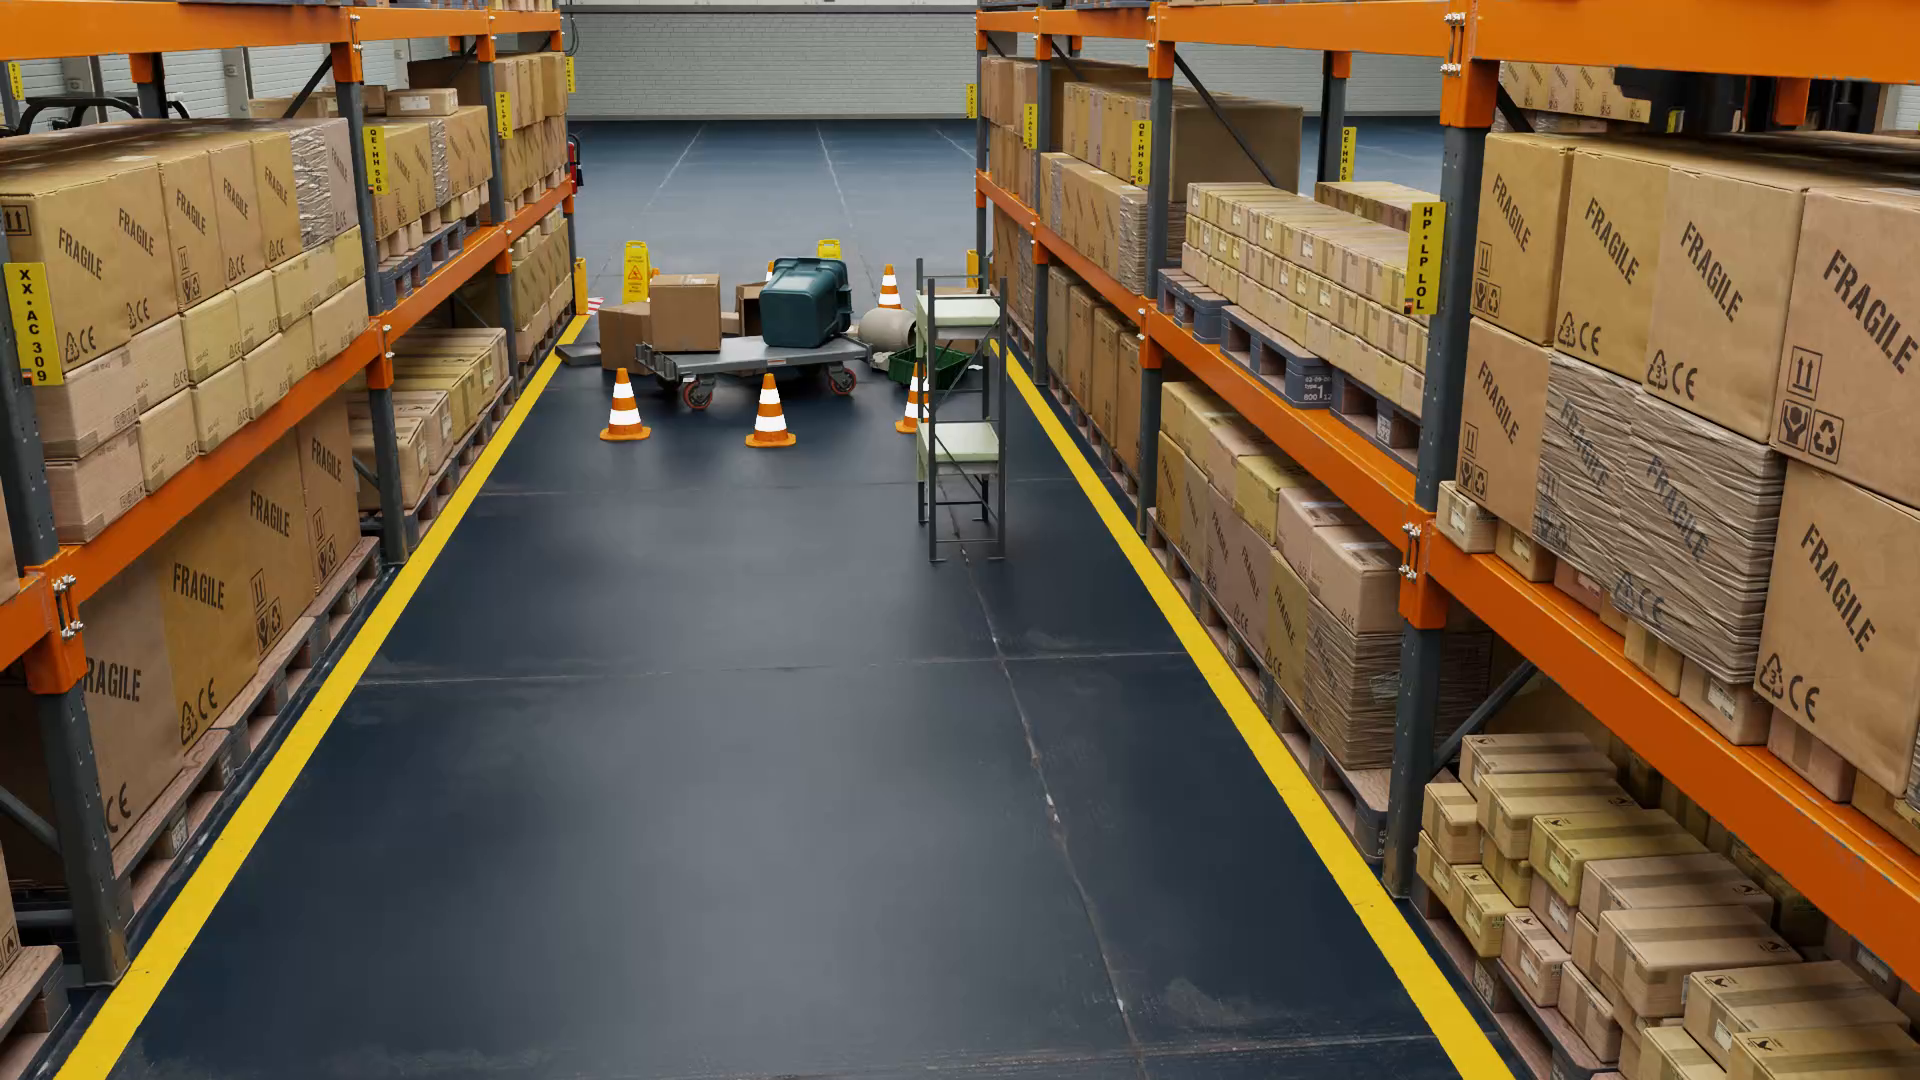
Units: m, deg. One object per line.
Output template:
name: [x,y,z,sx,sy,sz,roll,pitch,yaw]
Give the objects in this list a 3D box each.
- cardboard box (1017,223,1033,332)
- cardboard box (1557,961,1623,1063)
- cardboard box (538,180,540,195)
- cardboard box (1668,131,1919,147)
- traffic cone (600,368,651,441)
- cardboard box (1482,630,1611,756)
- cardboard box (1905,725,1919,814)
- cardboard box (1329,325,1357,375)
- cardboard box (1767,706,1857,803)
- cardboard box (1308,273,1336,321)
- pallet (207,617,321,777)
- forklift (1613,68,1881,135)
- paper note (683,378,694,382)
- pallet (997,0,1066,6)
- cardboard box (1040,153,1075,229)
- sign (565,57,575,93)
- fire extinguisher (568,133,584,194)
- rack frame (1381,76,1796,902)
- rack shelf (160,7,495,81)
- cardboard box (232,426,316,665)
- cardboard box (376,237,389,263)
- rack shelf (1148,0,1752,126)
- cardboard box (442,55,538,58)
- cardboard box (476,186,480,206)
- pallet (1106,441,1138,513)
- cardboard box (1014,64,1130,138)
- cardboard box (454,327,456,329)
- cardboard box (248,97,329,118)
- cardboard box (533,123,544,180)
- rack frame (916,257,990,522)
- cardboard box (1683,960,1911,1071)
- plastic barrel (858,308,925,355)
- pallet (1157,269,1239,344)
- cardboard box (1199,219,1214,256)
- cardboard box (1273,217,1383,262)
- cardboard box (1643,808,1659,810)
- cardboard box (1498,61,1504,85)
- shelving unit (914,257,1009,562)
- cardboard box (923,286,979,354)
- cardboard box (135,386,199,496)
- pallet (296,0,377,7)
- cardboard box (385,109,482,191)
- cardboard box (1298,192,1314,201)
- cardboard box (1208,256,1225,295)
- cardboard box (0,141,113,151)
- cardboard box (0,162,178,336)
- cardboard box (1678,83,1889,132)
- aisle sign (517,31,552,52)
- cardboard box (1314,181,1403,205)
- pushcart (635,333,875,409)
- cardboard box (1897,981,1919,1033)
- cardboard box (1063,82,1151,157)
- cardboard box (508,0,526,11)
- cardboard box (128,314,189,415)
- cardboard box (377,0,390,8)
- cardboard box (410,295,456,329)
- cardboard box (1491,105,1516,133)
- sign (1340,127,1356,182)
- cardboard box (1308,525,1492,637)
cardboard box: [0.988,-2.313,14.384,0.875,0.875,0.875,-2,18,-5]
cardboard box: [1.804,1.219,4.346,0.380,0.149,0.250,-2,18,-7]
cardboard box: [-3.723,-2.925,13.906,0.380,0.149,0.250,-2,18,-6]
cardboard box: [2.222,-0.820,4.449,0.500,0.500,0.500,-2,18,-8]
traffic cone: [-2.313,-0.949,11.428,0.336,0.463,0.334,-2,18,-6]
cardboard box: [2.093,0.479,6.117,0.500,0.500,0.500,-1,17,-3]
cardboard box: [1.905,0.287,2.593,0.500,0.500,0.500,-2,18,-5]
cardboard box: [1.590,-0.704,6.131,0.380,0.149,0.250,-3,18,-8]
cardboard box: [1.867,0.398,3.320,0.380,0.149,0.250,-1,17,-4]
cardboard box: [1.558,-0.931,6.358,0.380,0.149,0.250,-3,18,-8]
pallet: [-3.292,0.636,6.798,1.003,0.211,1.213,-2,18,-6]
forklift: [4.263,-1.596,9.367,1.130,2.935,3.031,1,17,2]
paper note: [-2.191,-1.280,13.202,0.148,0.019,0.142,-2,18,-6]
pallet: [0.883,-4.664,14.166,1.003,0.211,1.213,-2,18,-6]
cardboard box: [0.866,-2.551,12.129,0.500,0.500,0.500,-2,17,-5]
sign: [-3.692,-4.392,15.698,0.100,0.325,0.005,-2,18,-6]
fire extinguisher: [-3.799,-3.689,16.048,0.296,0.674,0.183,-2,18,-6]
rack frame: [1.905,-0.285,5.078,1.000,3.000,0.127,-2,18,-6]
rack shelf: [-3.627,-2.978,9.847,1.077,0.370,4.000,-2,18,-6]
cardboard box: [-3.344,-0.006,7.036,0.875,0.875,0.875,-2,17,-5]
cardboard box: [-3.265,-1.562,8.864,0.380,0.149,0.250,-3,18,-9]
rack shelf: [1.699,-1.969,6.634,1.077,0.370,4.000,-2,18,-6]
cardboard box: [-3.863,-3.746,13.768,0.700,0.500,0.500,-2,18,-6]
cardboard box: [-3.496,-2.342,11.348,0.380,0.149,0.250,-2,18,-7]
pallet: [1.486,-0.384,10.047,1.003,0.211,1.213,-2,18,-6]
cardboard box: [0.904,-3.527,13.350,0.875,0.550,0.550,-2,18,-6]
cardboard box: [-4.162,-1.542,12.970,0.500,0.250,0.500,-1,17,-3]
cardboard box: [-3.870,-2.472,9.596,0.380,0.149,0.250,-3,18,-8]
cardboard box: [-3.787,-3.264,13.902,0.500,0.500,0.500,-2,17,-5]
rack frame: [-0.038,-0.827,9.306,0.400,1.500,0.023,-2,18,-6]
cardboard box: [1.884,1.091,3.758,0.380,0.149,0.250,-3,18,-8]
plastic barrel: [-0.563,-1.730,13.981,0.512,0.421,0.421,11,21,32]
pallet: [1.672,-1.176,8.237,1.213,0.211,1.003,-2,18,-6]
cardboard box: [1.373,-1.468,8.068,0.380,0.149,0.250,-1,17,-3]
cardboard box: [1.507,-1.232,6.818,0.380,0.149,0.250,-2,18,-6]
cardboard box: [2.254,0.817,5.130,0.380,0.149,0.250,-1,17,-5]
cardboard box: [5.397,-4.478,16.100,0.500,0.500,0.500,-2,18,-6]
shelving unit: [-0.001,-0.718,8.959,0.431,1.500,0.755,-2,18,-6]
cardboard box: [-0.101,-1.908,14.416,0.500,0.500,0.500,1,17,4]
cardboard box: [-2.846,-0.324,5.452,0.500,0.250,0.500,-2,18,-7]
pallet: [-3.302,-2.445,7.264,1.213,0.211,1.003,-1,17,-3]
cardboard box: [-3.505,-2.597,11.078,0.500,0.500,0.500,-2,18,-5]
cardboard box: [1.715,-1.667,9.312,0.500,0.500,0.500,-2,17,-5]
cardboard box: [1.394,-1.258,7.893,0.380,0.149,0.250,-1,17,-3]
cardboard box: [-3.466,-1.212,6.193,0.500,0.500,0.500,-1,17,-5]
cardboard box: [-2.848,-0.918,5.256,0.500,0.500,0.500,-2,18,-6]
cardboard box: [5.966,-3.037,12.142,1.000,1.000,1.000,-2,18,-5]
aisle sign: [-3.964,-4.945,15.581,0.394,0.787,0.004,-2,18,-6]
cardboard box: [1.999,-1.709,8.339,0.380,0.149,0.250,-2,18,-8]
pushcart: [-1.571,-1.320,12.751,1.648,0.377,0.936,-8,19,-25]
cardboard box: [2.408,1.075,3.810,0.380,0.149,0.250,-2,18,-8]
cardboard box: [1.137,-3.046,12.035,0.700,0.500,0.500,-2,18,-7]
cardboard box: [-3.667,-4.284,13.227,0.380,0.149,0.250,-2,18,-7]
cardboard box: [-2.855,-0.563,5.380,0.500,0.250,0.500,-2,17,-5]
cardboard box: [-3.607,-3.228,9.271,0.797,0.503,0.637,-2,18,-6]
cardboard box: [-4.161,-1.900,12.859,0.500,0.500,0.500,-2,18,-6]
cardboard box: [5.641,-4.009,16.274,0.875,0.500,0.500,-2,18,-6]
sign: [2.031,-2.011,8.775,0.100,0.325,0.005,-2,18,-6]
cardboard box: [1.577,0.135,5.959,0.500,0.250,0.500,-2,18,-7]
